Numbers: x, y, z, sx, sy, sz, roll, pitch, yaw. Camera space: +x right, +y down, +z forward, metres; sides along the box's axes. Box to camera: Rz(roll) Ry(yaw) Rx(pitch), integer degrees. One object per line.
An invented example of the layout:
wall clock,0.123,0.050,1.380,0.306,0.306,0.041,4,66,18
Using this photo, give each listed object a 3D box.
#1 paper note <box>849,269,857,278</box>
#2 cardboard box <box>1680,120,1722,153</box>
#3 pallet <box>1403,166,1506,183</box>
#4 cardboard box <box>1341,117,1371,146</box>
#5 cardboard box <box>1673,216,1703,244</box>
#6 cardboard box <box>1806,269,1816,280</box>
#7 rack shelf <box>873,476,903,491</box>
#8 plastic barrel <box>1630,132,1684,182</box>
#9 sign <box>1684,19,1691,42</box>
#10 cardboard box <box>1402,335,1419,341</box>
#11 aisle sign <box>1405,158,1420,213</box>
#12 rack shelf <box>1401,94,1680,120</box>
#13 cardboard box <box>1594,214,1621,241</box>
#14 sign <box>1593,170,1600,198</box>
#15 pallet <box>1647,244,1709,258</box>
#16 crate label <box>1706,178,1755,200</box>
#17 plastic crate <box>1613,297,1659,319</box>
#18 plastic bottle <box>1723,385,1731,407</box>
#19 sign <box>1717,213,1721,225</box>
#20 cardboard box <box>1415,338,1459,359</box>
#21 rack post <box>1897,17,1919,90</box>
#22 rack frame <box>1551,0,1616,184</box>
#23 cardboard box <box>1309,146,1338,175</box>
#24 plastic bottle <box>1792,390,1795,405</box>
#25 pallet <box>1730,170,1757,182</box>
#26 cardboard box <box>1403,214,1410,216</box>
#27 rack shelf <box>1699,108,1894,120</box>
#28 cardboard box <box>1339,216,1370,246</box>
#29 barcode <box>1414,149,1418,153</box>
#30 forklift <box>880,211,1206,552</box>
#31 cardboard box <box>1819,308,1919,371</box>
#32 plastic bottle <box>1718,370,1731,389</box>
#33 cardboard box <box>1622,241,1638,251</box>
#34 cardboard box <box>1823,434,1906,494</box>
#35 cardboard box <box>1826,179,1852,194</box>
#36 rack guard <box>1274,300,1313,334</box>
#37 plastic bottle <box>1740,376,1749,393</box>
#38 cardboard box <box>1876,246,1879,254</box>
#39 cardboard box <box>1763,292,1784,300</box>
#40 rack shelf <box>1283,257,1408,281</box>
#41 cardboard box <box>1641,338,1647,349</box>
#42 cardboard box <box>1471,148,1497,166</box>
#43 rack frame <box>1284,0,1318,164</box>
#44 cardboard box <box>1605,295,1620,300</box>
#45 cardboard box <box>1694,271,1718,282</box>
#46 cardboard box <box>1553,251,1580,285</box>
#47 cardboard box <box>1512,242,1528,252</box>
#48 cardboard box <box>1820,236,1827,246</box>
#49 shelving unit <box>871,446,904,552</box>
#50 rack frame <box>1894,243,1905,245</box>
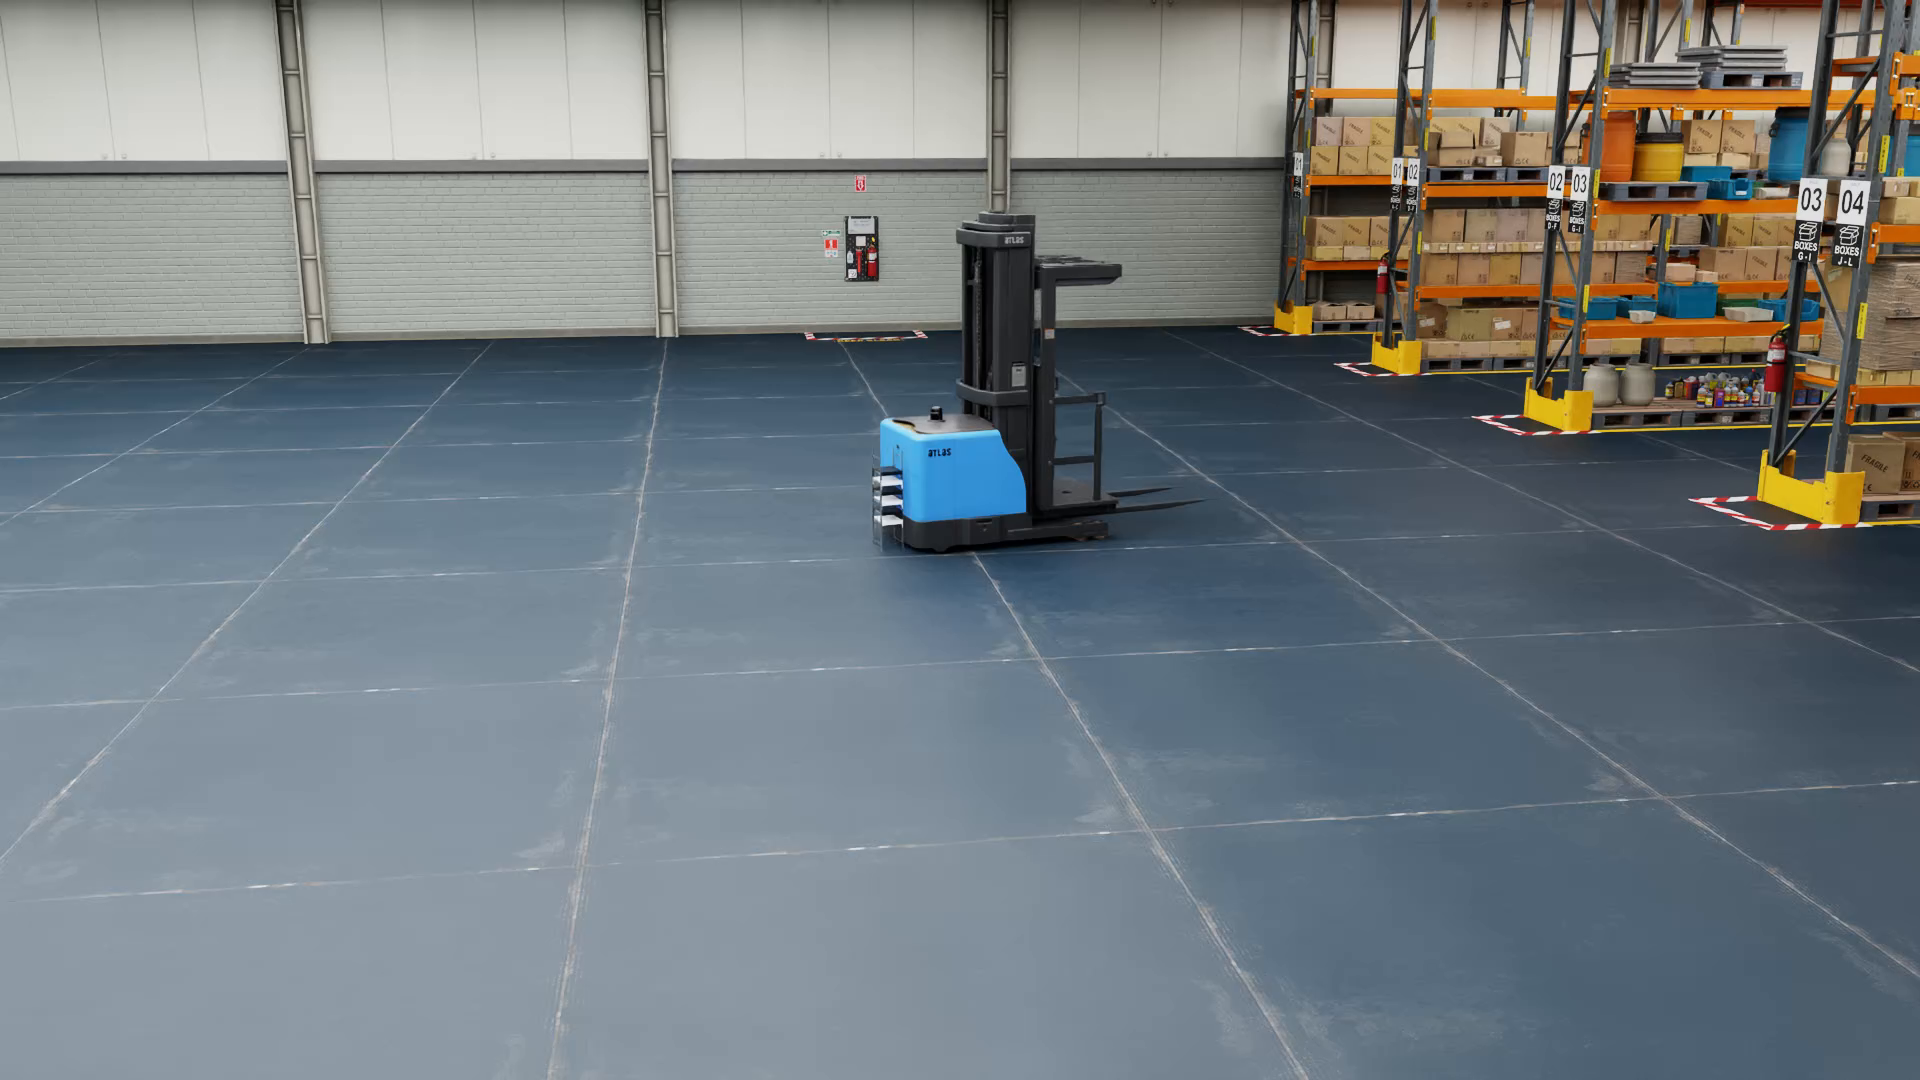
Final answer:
paper note,-1.948,-4.834,30.168,0.142,0.148,0.016,-2,14,-8
cardboard box,11.369,-6.231,25.667,0.500,0.500,0.500,-2,14,-8
pallet,7.501,-5.555,25.250,1.213,0.211,1.003,-2,14,-8
cardboard box,6.977,-7.275,29.623,0.500,0.500,0.500,-2,14,-9
cardboard box,13.503,-5.847,31.290,0.500,0.500,0.700,-4,15,-15
cardboard box,13.456,-4.232,26.475,0.250,0.149,0.380,-1,14,-4
rack shelf,-0.648,-0.512,14.837,0.200,0.077,0.258,-6,15,-21
plastic barrel,8.640,-4.754,20.623,0.600,0.588,0.600,0,14,0
sign,10.811,-7.574,24.706,0.005,0.325,0.100,-2,14,-8
cardboard box,7.284,-3.084,26.171,0.500,0.250,0.500,-2,14,-8
aisle sign,6.778,-5.309,24.907,0.004,0.787,0.394,-2,14,-8
rack shelf,8.775,-6.563,25.222,4.000,0.370,1.077,-2,14,-8
cardboard box,9.816,-4.910,25.790,0.500,0.500,0.700,-2,14,-8
sign,7.609,-4.259,19.881,0.005,0.325,0.100,-2,14,-8
pallet,13.278,-5.461,31.252,1.003,0.211,1.213,-2,14,-8
crate label,9.432,-4.303,20.382,0.408,0.251,0.502,-2,14,-8
plastic crate,8.625,-2.972,21.241,0.408,0.251,0.499,-2,14,-8
plastic bottle,9.710,-1.825,21.066,0.097,0.271,0.097,0,14,0
sign,14.057,-5.998,30.783,0.005,0.325,0.100,-2,14,-8
cardboard box,7.361,-2.960,25.674,0.500,0.250,0.500,-2,14,-8
rack post,13.422,-6.176,20.966,3.121,1.000,1.013,-2,14,-8
rack frame,7.532,-5.842,20.045,0.127,3.000,1.000,-2,14,-8
cardboard box,6.424,-6.780,29.706,0.500,0.500,0.500,-2,14,-7
plastic bottle,10.549,-1.857,21.169,0.133,0.283,0.061,-1,14,-5
pallet,11.623,-5.666,25.903,1.217,0.209,0.805,-3,14,-11
cardboard box,8.510,-5.759,30.775,0.500,0.500,0.500,-2,14,-7
rack shelf,15.944,-8.044,31.129,4.000,0.370,1.077,-2,14,-8
cardboard box,7.063,-5.576,30.045,0.500,0.500,0.500,-2,14,-8
barcode,7.024,-5.987,25.597,0.075,0.075,0.001,-2,14,-8
forklift,0.822,-1.525,15.304,3.031,2.935,1.130,-6,15,-21
cardboard box,8.818,-1.947,16.029,0.500,0.500,0.875,-2,14,-8
plastic bottle,10.020,-2.054,21.815,0.185,0.351,0.144,-2,14,-9
cardboard box,10.271,-4.562,25.735,0.250,0.149,0.380,-2,14,-9
cardboard box,8.890,-0.751,16.352,0.500,0.500,0.500,1,14,2
cardboard box,8.498,-3.401,15.969,0.250,0.149,0.380,-2,14,-8
rack guard,6.131,-4.105,30.592,0.348,0.500,1.175,-2,14,-8
plastic bottle,10.301,-2.016,21.828,0.097,0.271,0.097,0,14,0
cardboard box,17.384,-5.543,31.660,0.250,0.149,0.380,-2,14,-7
cardboard box,15.580,-4.791,31.745,0.750,0.750,0.750,-2,14,-9
rack shelf,8.034,-5.039,30.654,4.000,0.370,1.077,-2,14,-8
cardboard box,11.120,-3.223,26.726,0.500,0.250,0.500,-2,14,-9
cardboard box,7.897,-5.883,25.531,0.500,0.250,0.500,-2,14,-8
rack frame,6.056,-8.225,29.548,0.127,3.000,1.000,-2,14,-8
cardboard box,12.249,-4.552,31.468,0.500,0.500,0.700,-2,14,-9
cardboard box,11.660,-4.130,26.067,0.250,0.149,0.380,-2,14,-8
cardboard box,9.298,-4.262,25.871,0.500,0.500,0.700,-2,14,-7
cardboard box,8.491,-4.496,25.474,0.250,0.149,0.380,-2,14,-9
cardboard box,16.009,-5.819,31.427,0.500,0.500,0.500,-2,14,-7
shelving unit,-0.648,-0.369,14.873,0.210,0.900,0.258,-6,15,-21
rack frame,14.708,-4.414,26.683,0.127,3.000,1.000,-2,14,-8
